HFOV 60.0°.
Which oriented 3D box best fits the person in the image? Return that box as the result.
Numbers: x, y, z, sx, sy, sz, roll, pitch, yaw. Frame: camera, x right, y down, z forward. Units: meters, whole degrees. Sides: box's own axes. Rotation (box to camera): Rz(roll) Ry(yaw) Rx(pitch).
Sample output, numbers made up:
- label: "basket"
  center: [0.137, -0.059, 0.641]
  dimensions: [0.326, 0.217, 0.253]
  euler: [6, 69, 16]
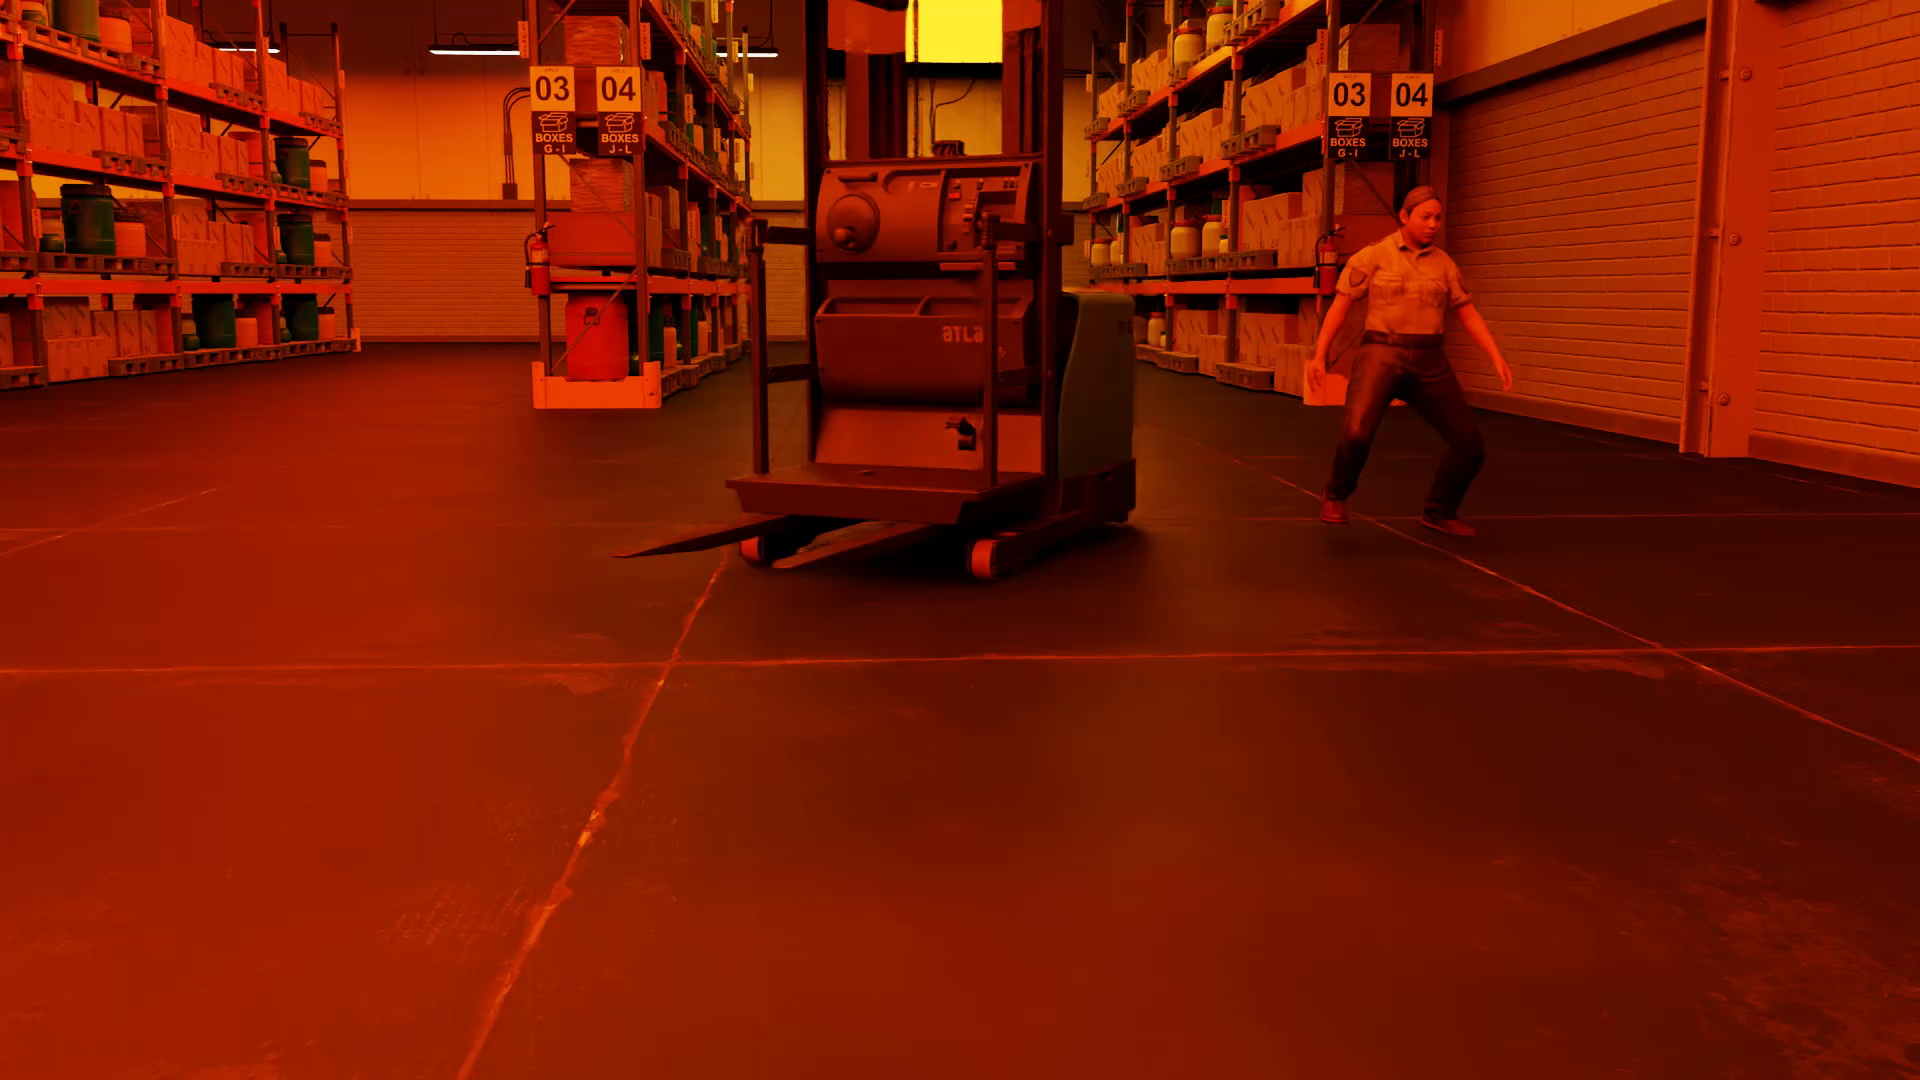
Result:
- label: "person"
  center: [1.959, -0.766, 7.296]
  dimensions: [0.863, 1.552, 0.570]
  euler: [0, 8, -3]

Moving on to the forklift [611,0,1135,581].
- label: "forklift"
  center: [-0.235, -1.364, 6.517]
  dimensions: [1.130, 2.935, 3.031]
  euler: [4, 9, 23]
